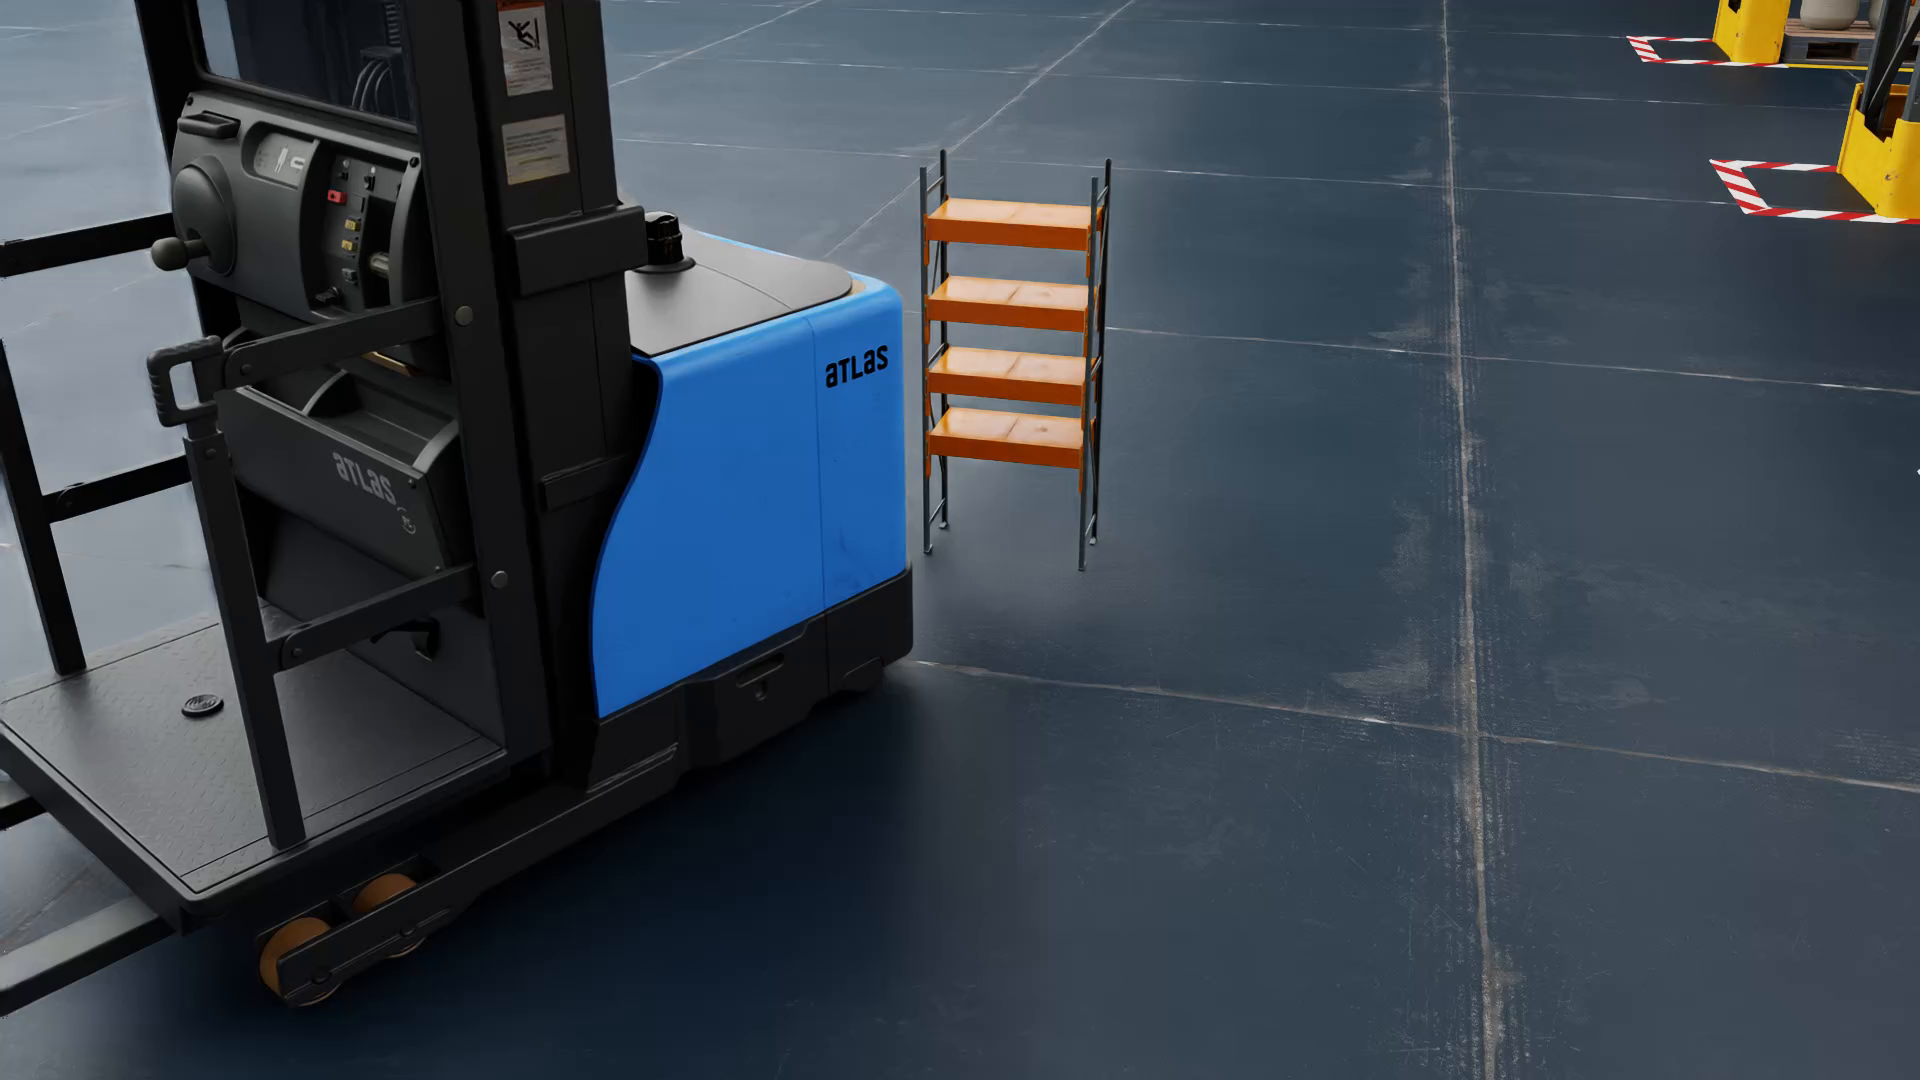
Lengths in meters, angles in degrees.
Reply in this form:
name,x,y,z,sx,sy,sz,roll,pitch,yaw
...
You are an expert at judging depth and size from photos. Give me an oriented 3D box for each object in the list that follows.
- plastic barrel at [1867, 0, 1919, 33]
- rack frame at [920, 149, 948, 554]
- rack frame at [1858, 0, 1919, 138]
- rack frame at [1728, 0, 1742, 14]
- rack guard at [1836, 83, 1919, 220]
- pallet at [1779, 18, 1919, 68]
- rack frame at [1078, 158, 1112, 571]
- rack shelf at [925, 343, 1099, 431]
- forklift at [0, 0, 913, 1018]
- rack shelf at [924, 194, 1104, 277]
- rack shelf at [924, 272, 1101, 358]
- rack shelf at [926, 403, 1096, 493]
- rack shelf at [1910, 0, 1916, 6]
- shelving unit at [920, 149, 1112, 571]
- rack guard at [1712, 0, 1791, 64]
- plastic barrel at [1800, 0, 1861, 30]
name,x,y,z,sx,sy,sz,roll,pitch,yaw
plastic barrel,7.519,-4.343,13.288,0.421,0.512,0.421,0,25,0
rack frame,-0.076,-0.550,5.010,0.015,1.200,0.240,6,26,13
rack frame,5.144,-3.307,8.706,0.127,3.000,1.000,6,26,13
rack frame,6.377,-5.369,13.037,0.127,3.000,1.000,6,26,13
rack guard,5.217,-2.170,9.226,0.348,0.500,1.175,6,26,13
pallet,7.248,-4.032,13.473,1.213,0.211,1.003,6,26,13
rack frame,0.397,-0.498,4.900,0.015,1.200,0.240,6,26,13
rack shelf,0.160,-0.463,4.984,0.480,0.148,0.258,6,26,13
forklift,-1.483,-0.646,3.197,1.130,2.935,3.031,21,33,37
rack shelf,0.160,-0.879,4.786,0.480,0.148,0.258,6,26,13
rack shelf,0.160,-0.665,4.888,0.480,0.148,0.258,6,26,13
rack shelf,0.160,-0.284,5.069,0.480,0.148,0.258,6,26,13
rack shelf,7.081,-2.768,8.411,4.000,0.370,1.077,6,26,13
shelving unit,0.160,-0.524,4.955,0.503,1.200,0.258,6,26,13
rack guard,6.463,-4.252,13.598,0.348,0.500,1.175,6,26,13
plastic barrel,7.034,-4.396,13.400,0.421,0.512,0.421,0,25,0
